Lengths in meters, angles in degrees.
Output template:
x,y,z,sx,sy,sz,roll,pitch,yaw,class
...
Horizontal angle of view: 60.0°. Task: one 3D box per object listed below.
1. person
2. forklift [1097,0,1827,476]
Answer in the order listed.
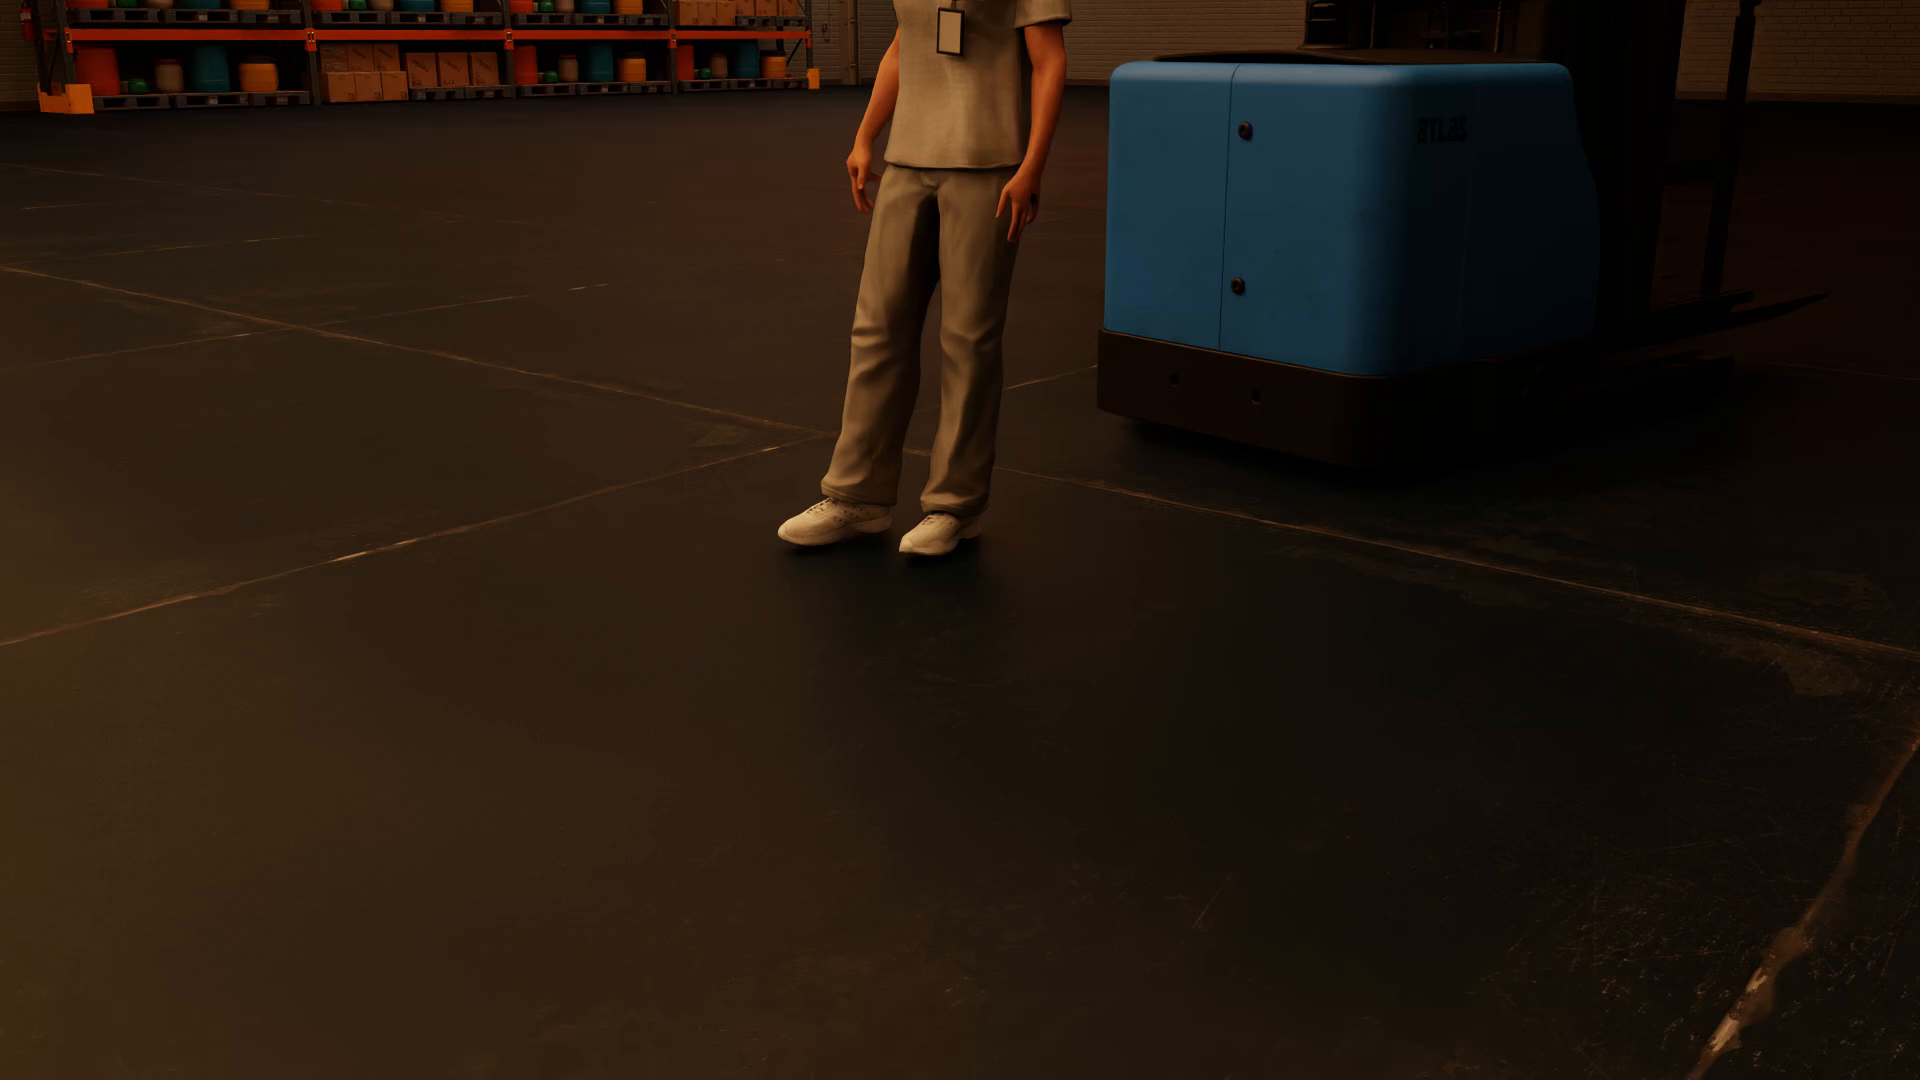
x,y,z,sx,sy,sz,roll,pitch,yaw,class
-0.057,-0.795,3.650,0.549,1.675,0.549,13,21,37,person
1.867,-1.904,5.169,3.031,2.935,1.130,-14,22,-38,forklift
